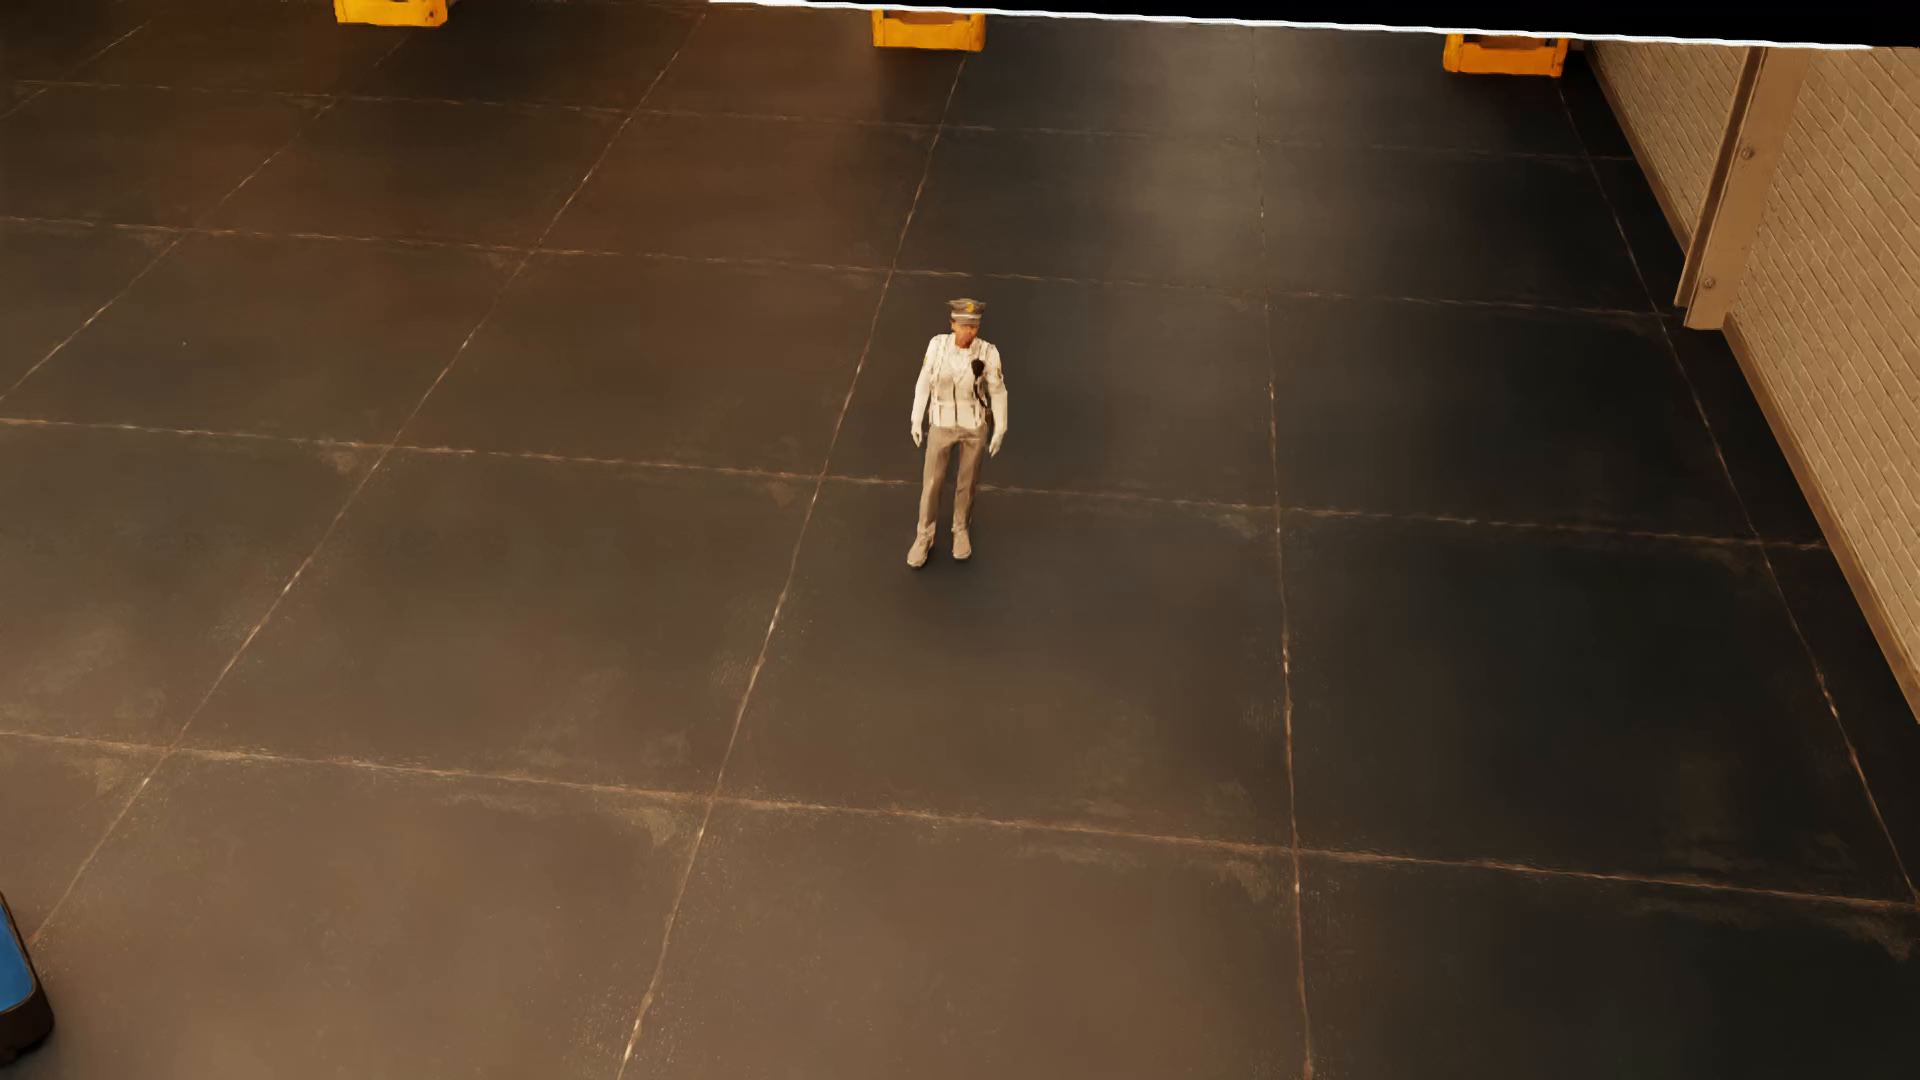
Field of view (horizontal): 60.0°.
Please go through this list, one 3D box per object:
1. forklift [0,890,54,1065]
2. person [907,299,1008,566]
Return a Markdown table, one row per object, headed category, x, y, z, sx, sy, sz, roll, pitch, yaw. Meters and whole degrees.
| category | x | y | z | sx | sy | sz | roll | pitch | yaw |
| --- | --- | --- | --- | --- | --- | --- | --- | --- | --- |
| forklift | -5.532 | 1.371 | 6.171 | 3.031 | 2.935 | 1.130 | -25 | 43 | -30 |
| person | -0.015 | -0.649 | 9.940 | 0.586 | 1.695 | 0.532 | 4 | 37 | 6 |
